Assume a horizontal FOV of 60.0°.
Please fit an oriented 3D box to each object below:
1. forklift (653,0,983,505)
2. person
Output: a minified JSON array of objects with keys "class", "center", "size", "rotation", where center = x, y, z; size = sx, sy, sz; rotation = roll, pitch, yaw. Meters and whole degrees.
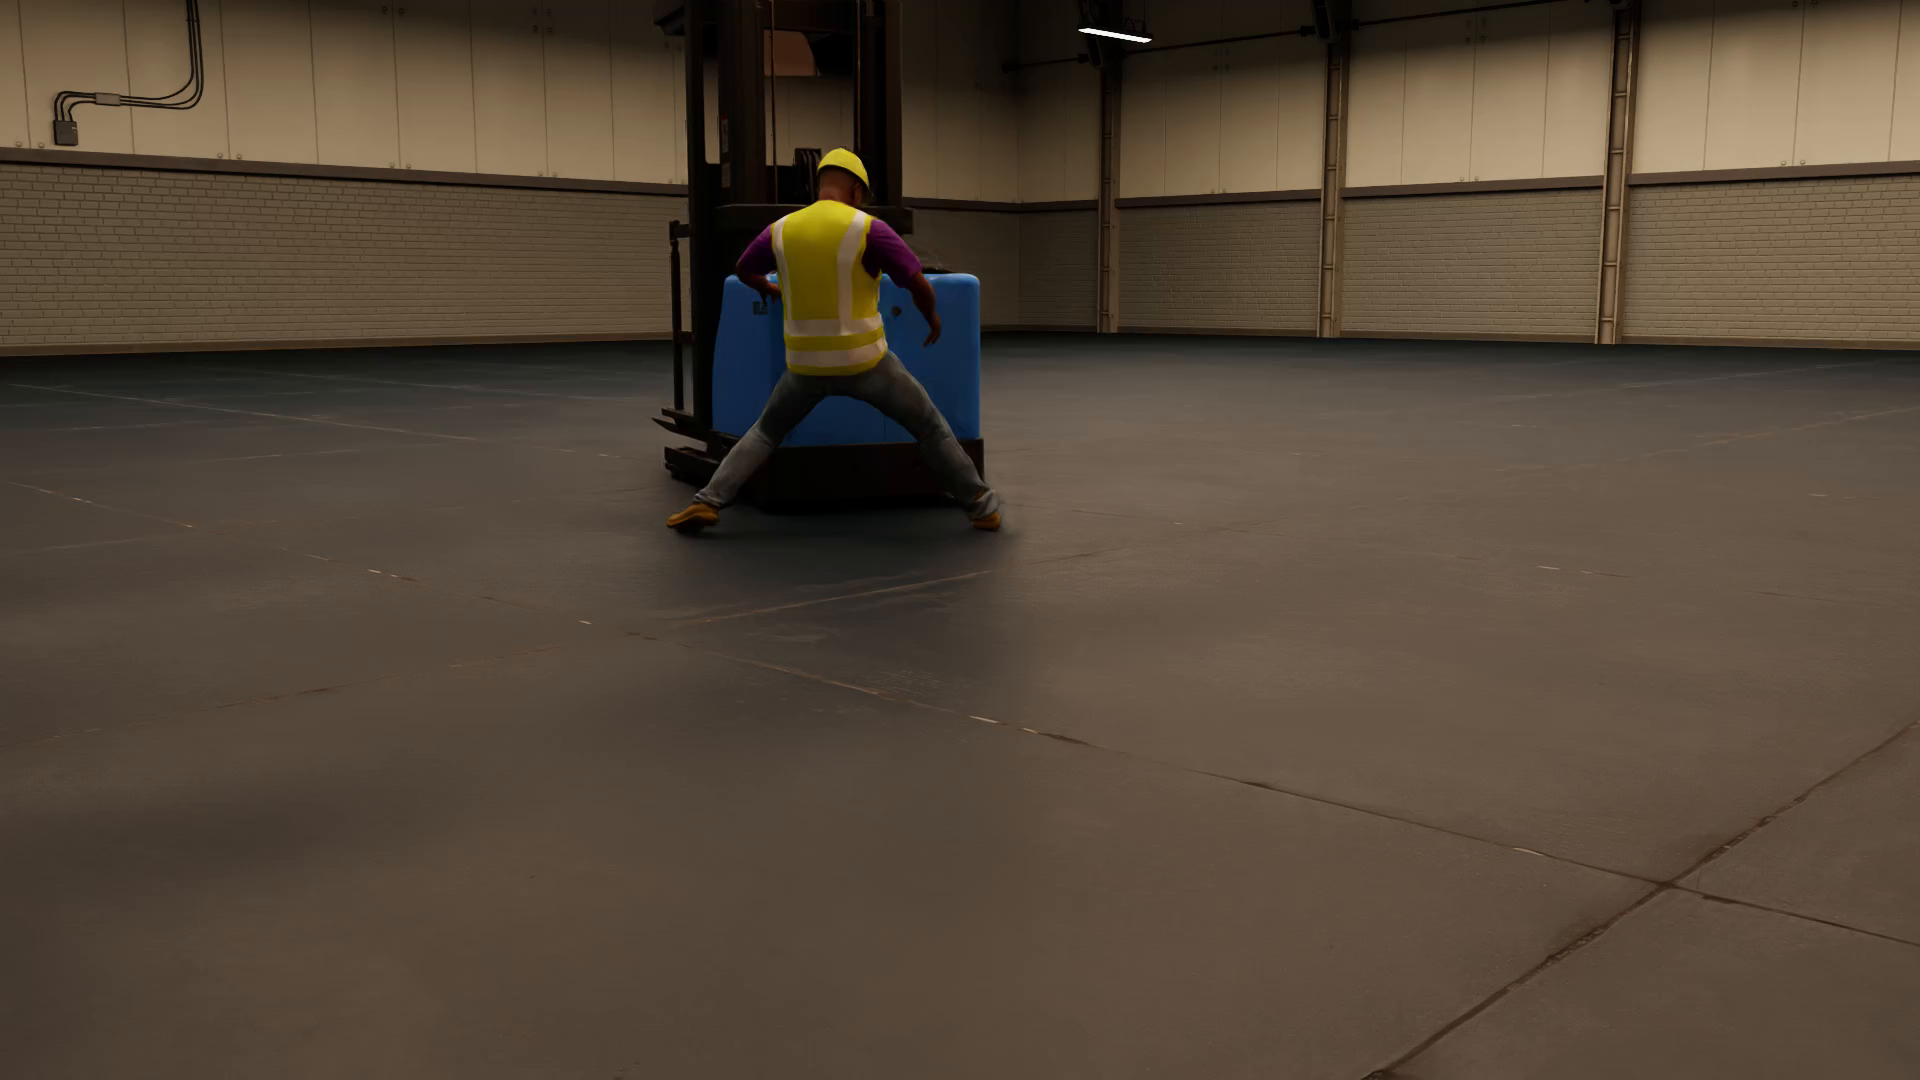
[{"class":"forklift","center":[-0.951,-1.787,8.740],"size":[1.130,2.935,3.031],"rotation":[-4,9,-24]},{"class":"person","center":[-0.509,-0.820,6.907],"size":[1.258,1.562,0.935],"rotation":[4,9,23]}]
